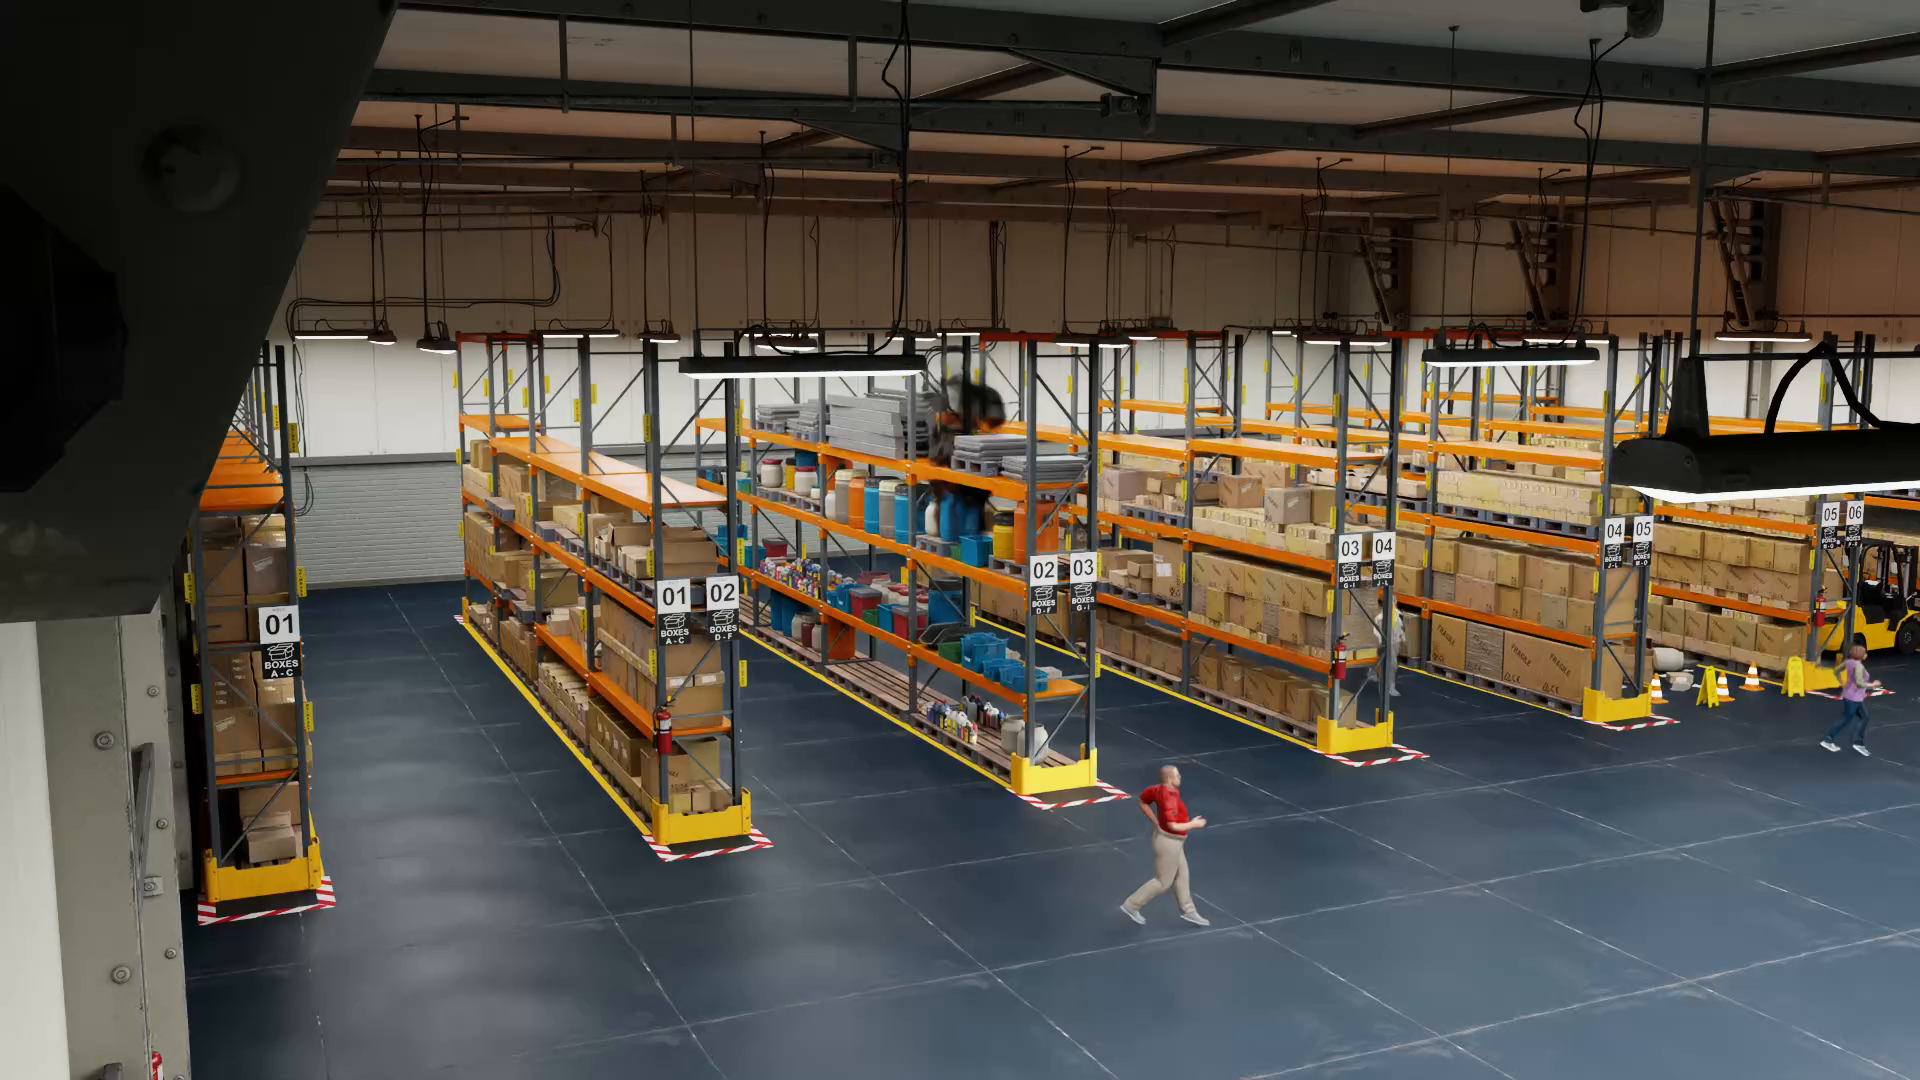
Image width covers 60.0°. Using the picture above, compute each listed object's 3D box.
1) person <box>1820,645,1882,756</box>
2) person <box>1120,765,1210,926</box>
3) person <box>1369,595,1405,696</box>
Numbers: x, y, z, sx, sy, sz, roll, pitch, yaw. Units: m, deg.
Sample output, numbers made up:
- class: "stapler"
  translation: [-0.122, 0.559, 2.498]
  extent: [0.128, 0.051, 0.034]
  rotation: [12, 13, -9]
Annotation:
- class: "person"
  translation: [12.832, 2.317, 23.937]
  extent: [0.729, 1.635, 0.524]
  rotation: [3, 8, 21]
- class: "person"
  translation: [2.129, 3.172, 17.147]
  extent: [0.969, 1.753, 0.660]
  rotation: [-1, 8, -4]
- class: "person"
  translation: [7.191, 1.736, 28.037]
  extent: [0.615, 1.699, 0.753]
  rotation: [-5, 9, -31]
